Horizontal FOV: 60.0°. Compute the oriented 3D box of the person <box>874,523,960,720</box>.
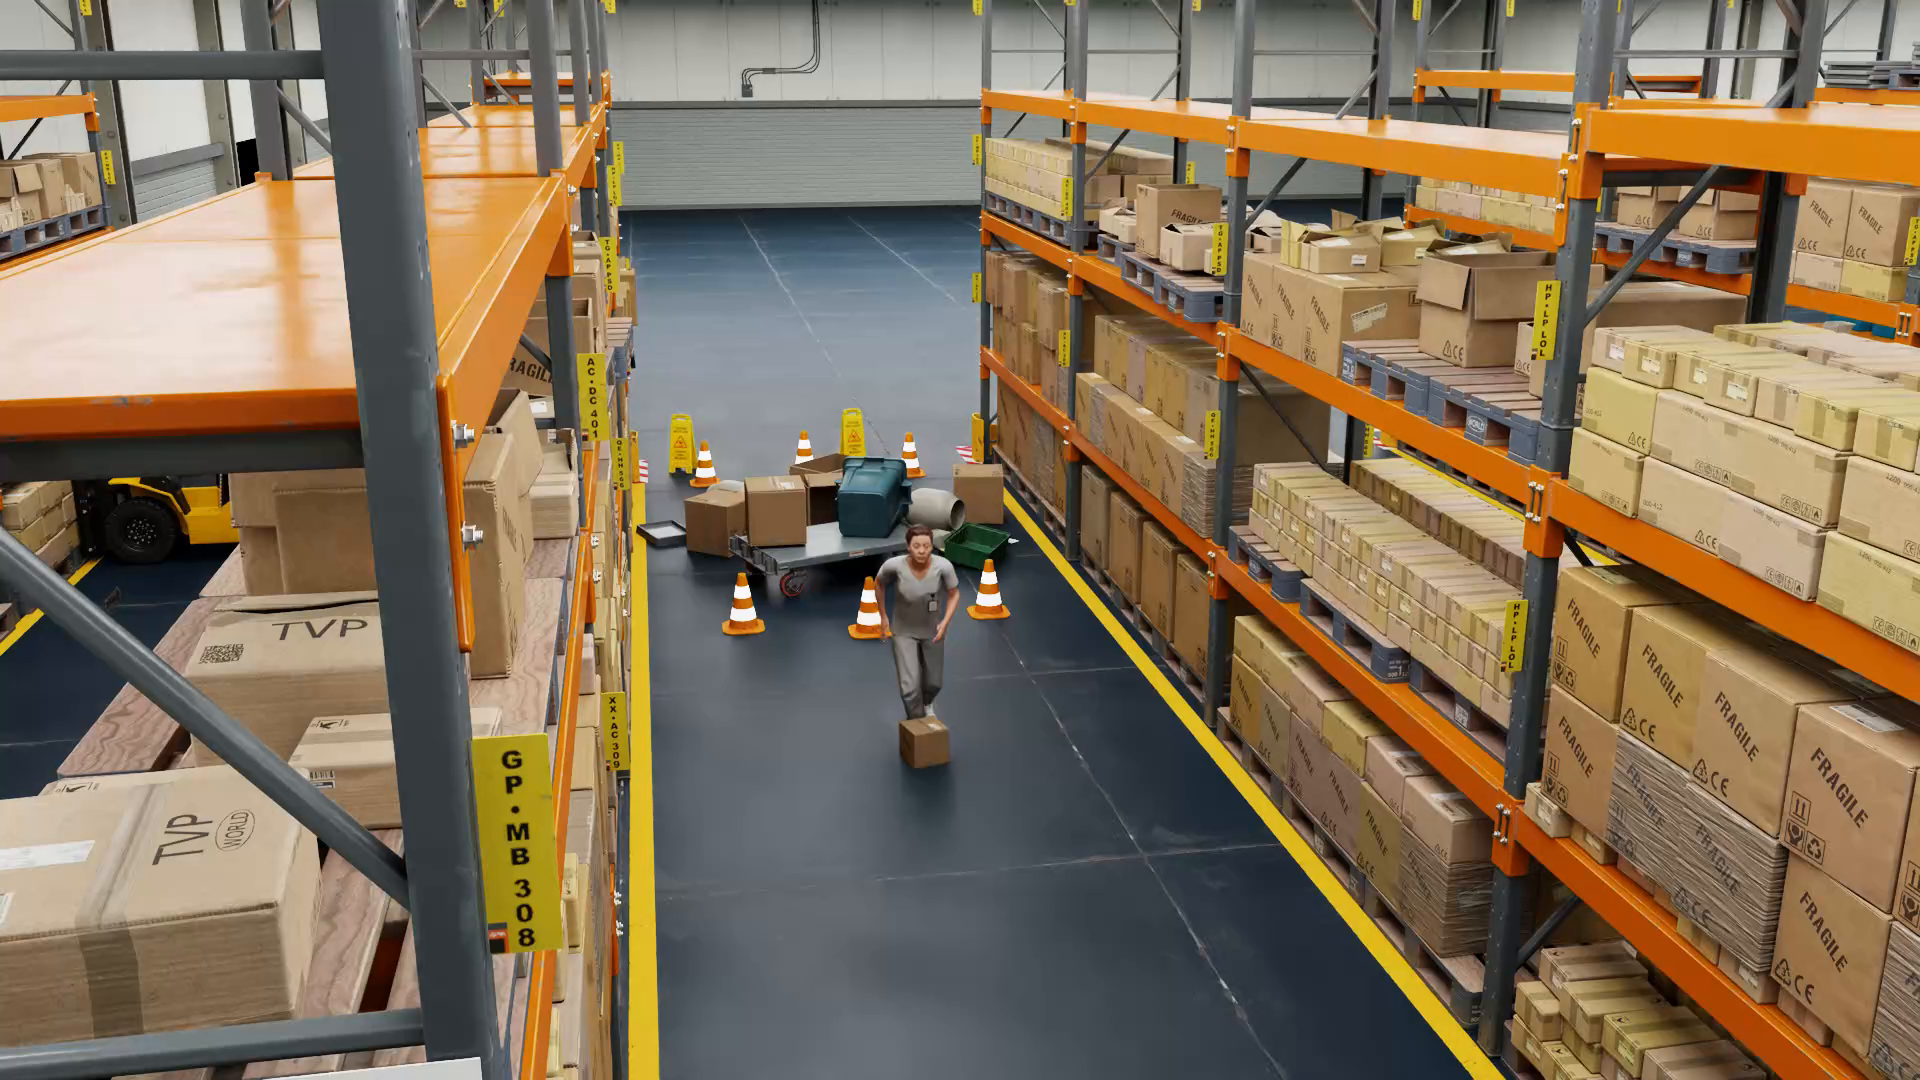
[{"bbox_3d":[-0.301,0.596,11.157,0.554,1.604,0.786,-3,17,-11],"label":"person"}]
